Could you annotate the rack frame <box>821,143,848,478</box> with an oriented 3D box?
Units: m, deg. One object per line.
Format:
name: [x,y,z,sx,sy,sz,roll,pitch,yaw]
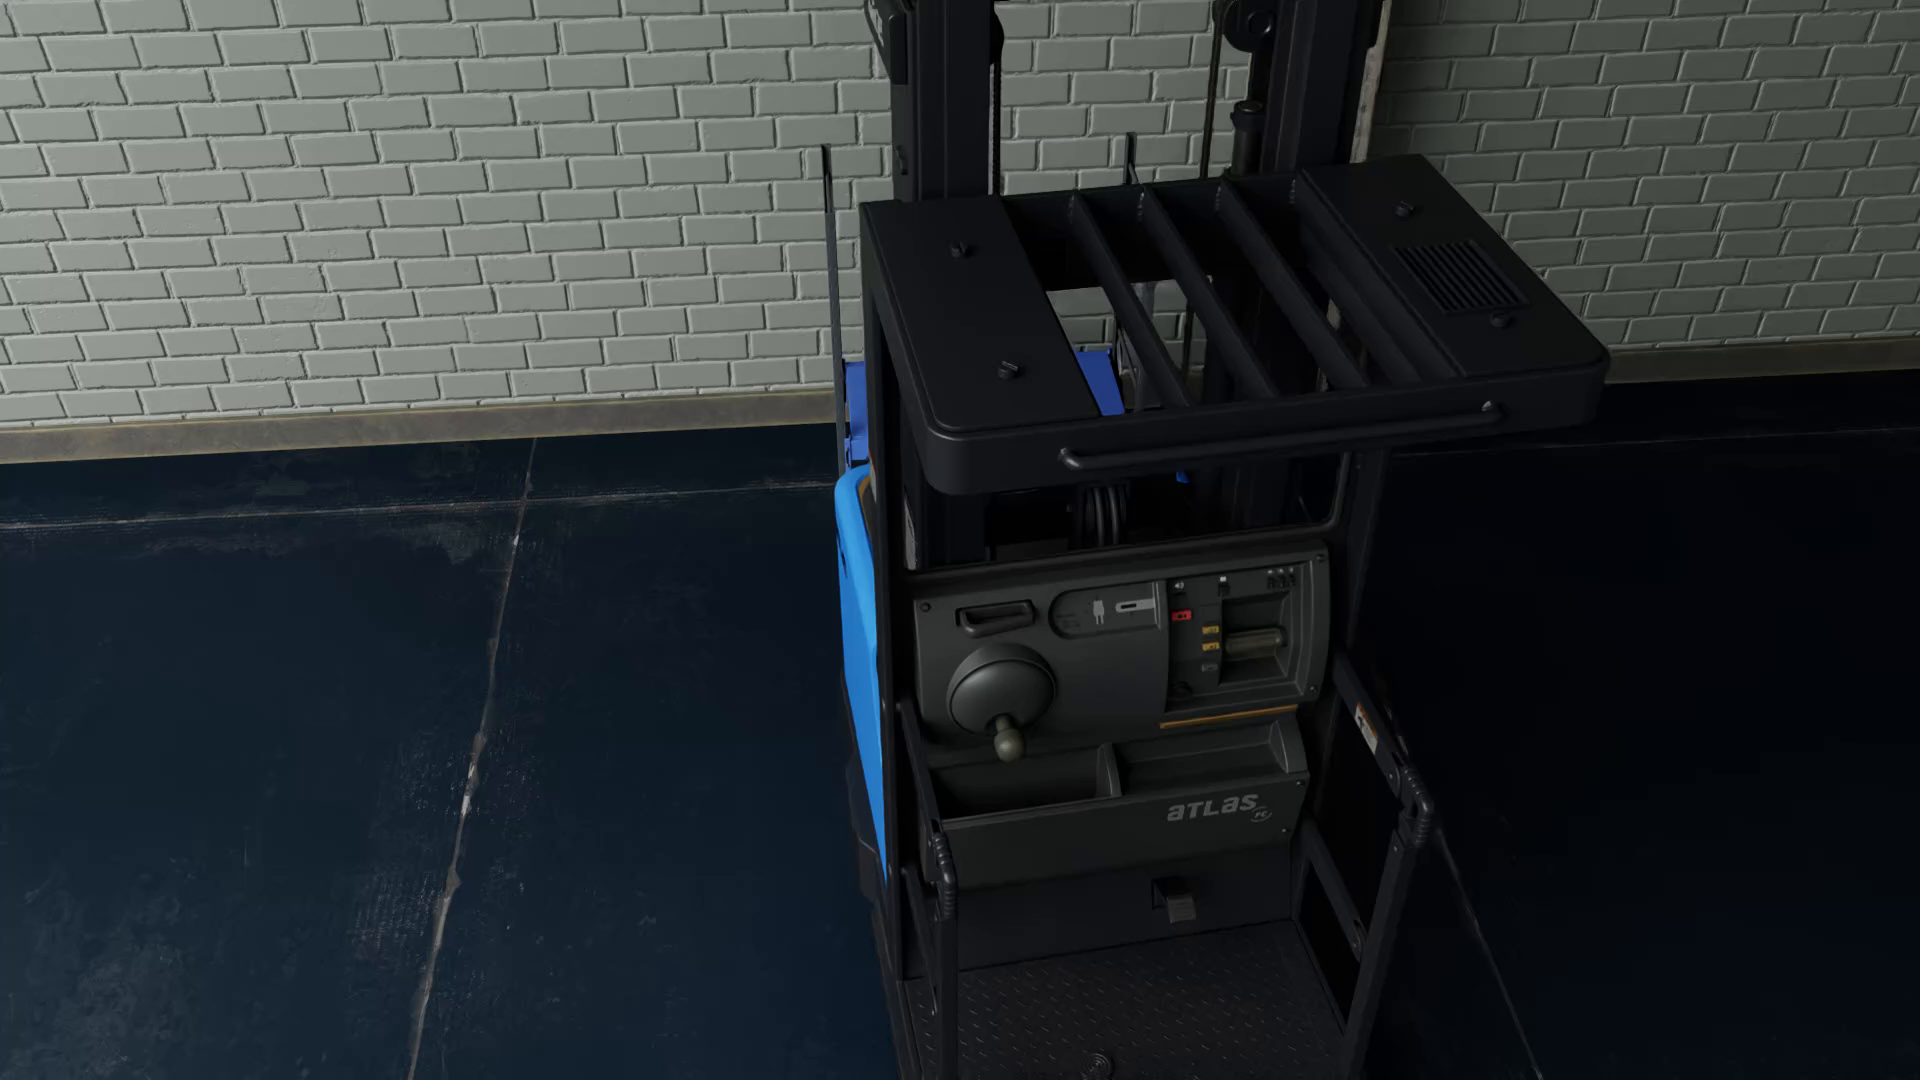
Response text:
rack frame: [-0.421,-0.566,5.756,0.032,1.500,0.500,-3,38,-4]

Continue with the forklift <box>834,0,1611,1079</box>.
forklift: [0.406,0.318,3.481,1.130,2.935,3.031,-7,39,-9]

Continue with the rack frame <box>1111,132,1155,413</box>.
rack frame: [0.591,-0.621,5.827,0.032,1.500,0.500,-3,38,-4]

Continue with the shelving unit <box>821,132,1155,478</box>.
shelving unit: [0.085,-0.593,5.791,1.048,1.500,0.538,-3,38,-4]

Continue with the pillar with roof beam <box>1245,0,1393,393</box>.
pillar with roof beam: [1.651,-1.387,0.743,0.400,9.000,9.100,-3,38,-4]

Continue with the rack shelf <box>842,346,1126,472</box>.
rack shelf: [0.085,-0.452,5.903,1.000,0.185,0.538,-3,38,-4]
